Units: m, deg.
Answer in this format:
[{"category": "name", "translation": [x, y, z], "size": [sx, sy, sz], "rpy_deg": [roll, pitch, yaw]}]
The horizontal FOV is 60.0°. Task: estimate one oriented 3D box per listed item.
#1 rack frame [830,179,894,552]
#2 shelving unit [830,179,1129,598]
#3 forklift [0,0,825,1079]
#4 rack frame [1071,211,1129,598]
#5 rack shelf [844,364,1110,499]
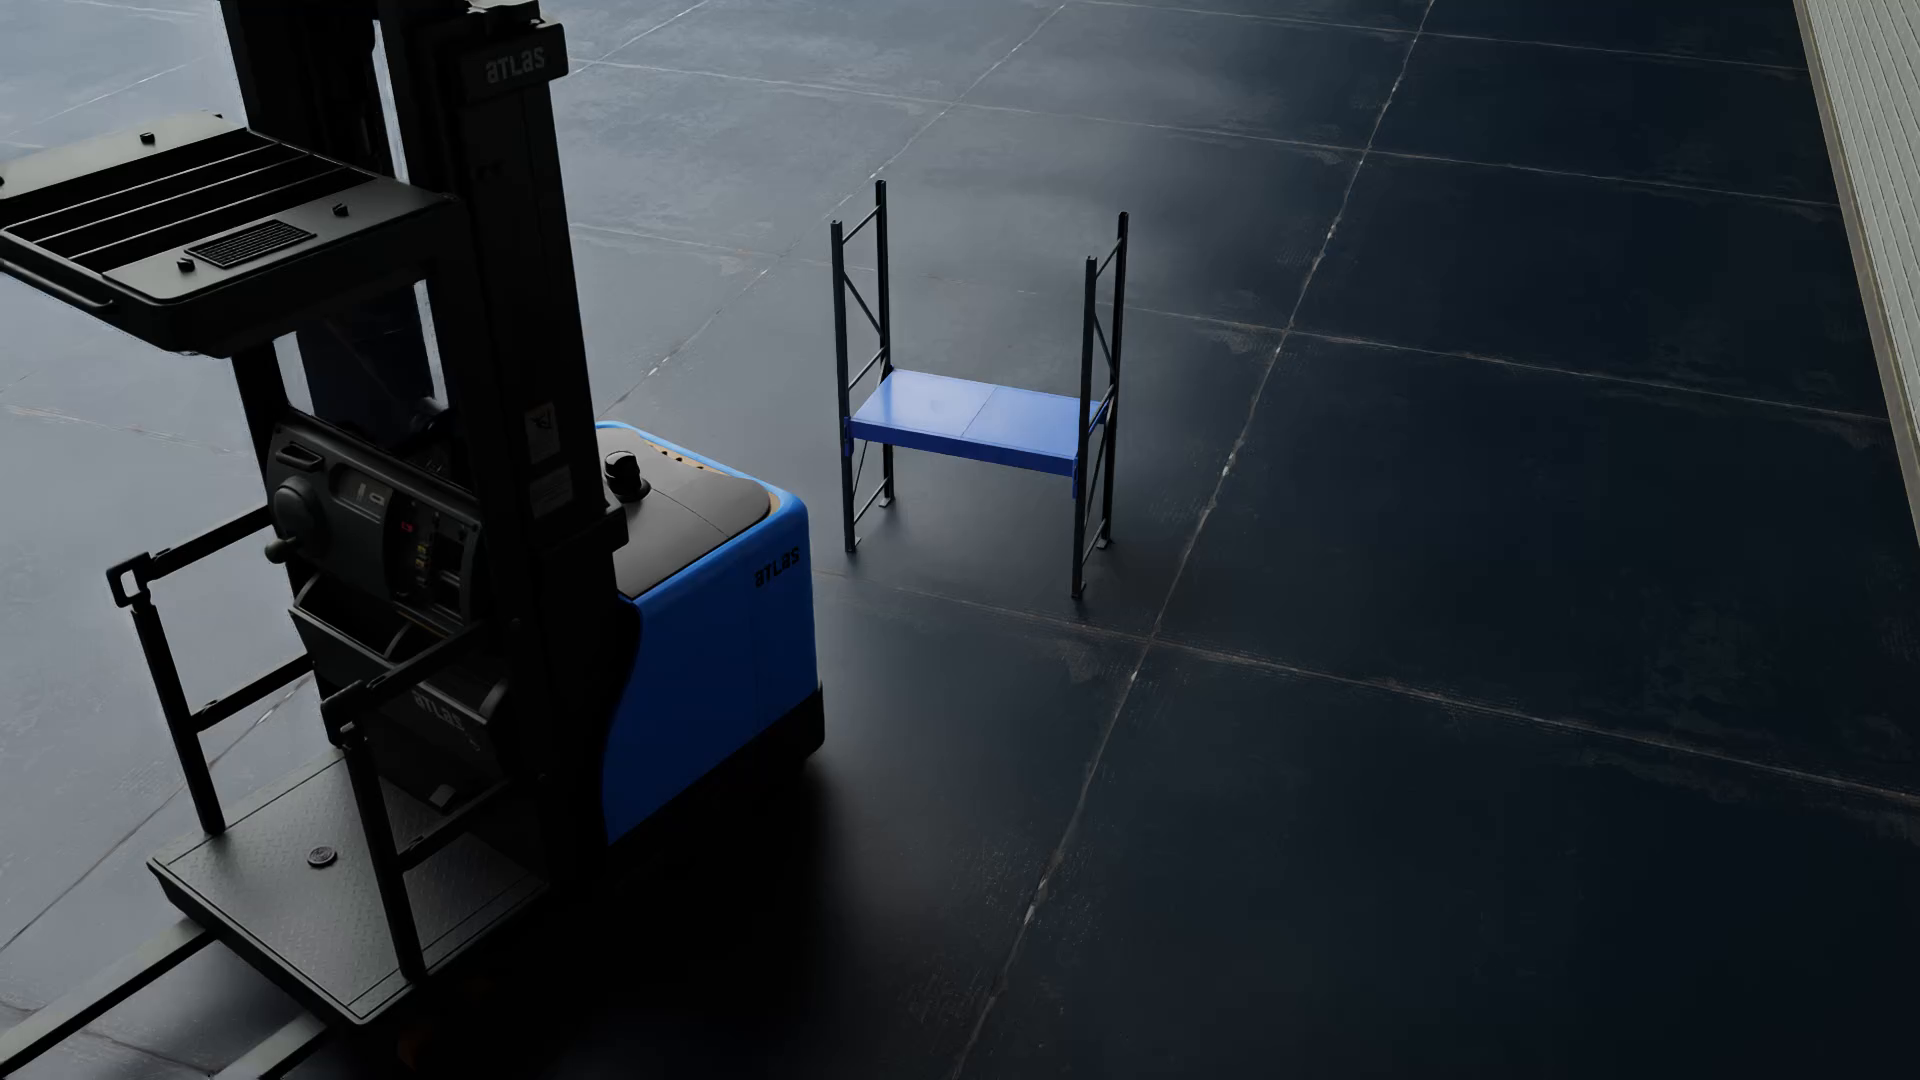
[{"category": "rack frame", "translation": [-0.398, -0.708, 6.963], "size": [0.032, 1.500, 0.500], "rpy_deg": [11, 34, 16]}, {"category": "shelving unit", "translation": [0.080, -0.614, 6.819], "size": [1.048, 1.500, 0.538], "rpy_deg": [11, 34, 16]}, {"category": "forklift", "translation": [-1.777, 0.015, 4.524], "size": [1.130, 2.935, 3.031], "rpy_deg": [22, 39, 30]}, {"category": "rack frame", "translation": [0.559, -0.521, 6.675], "size": [0.032, 1.500, 0.500], "rpy_deg": [11, 34, 16]}, {"category": "rack shelf", "translation": [0.080, -0.463, 6.917], "size": [1.000, 0.185, 0.538], "rpy_deg": [11, 34, 16]}]
